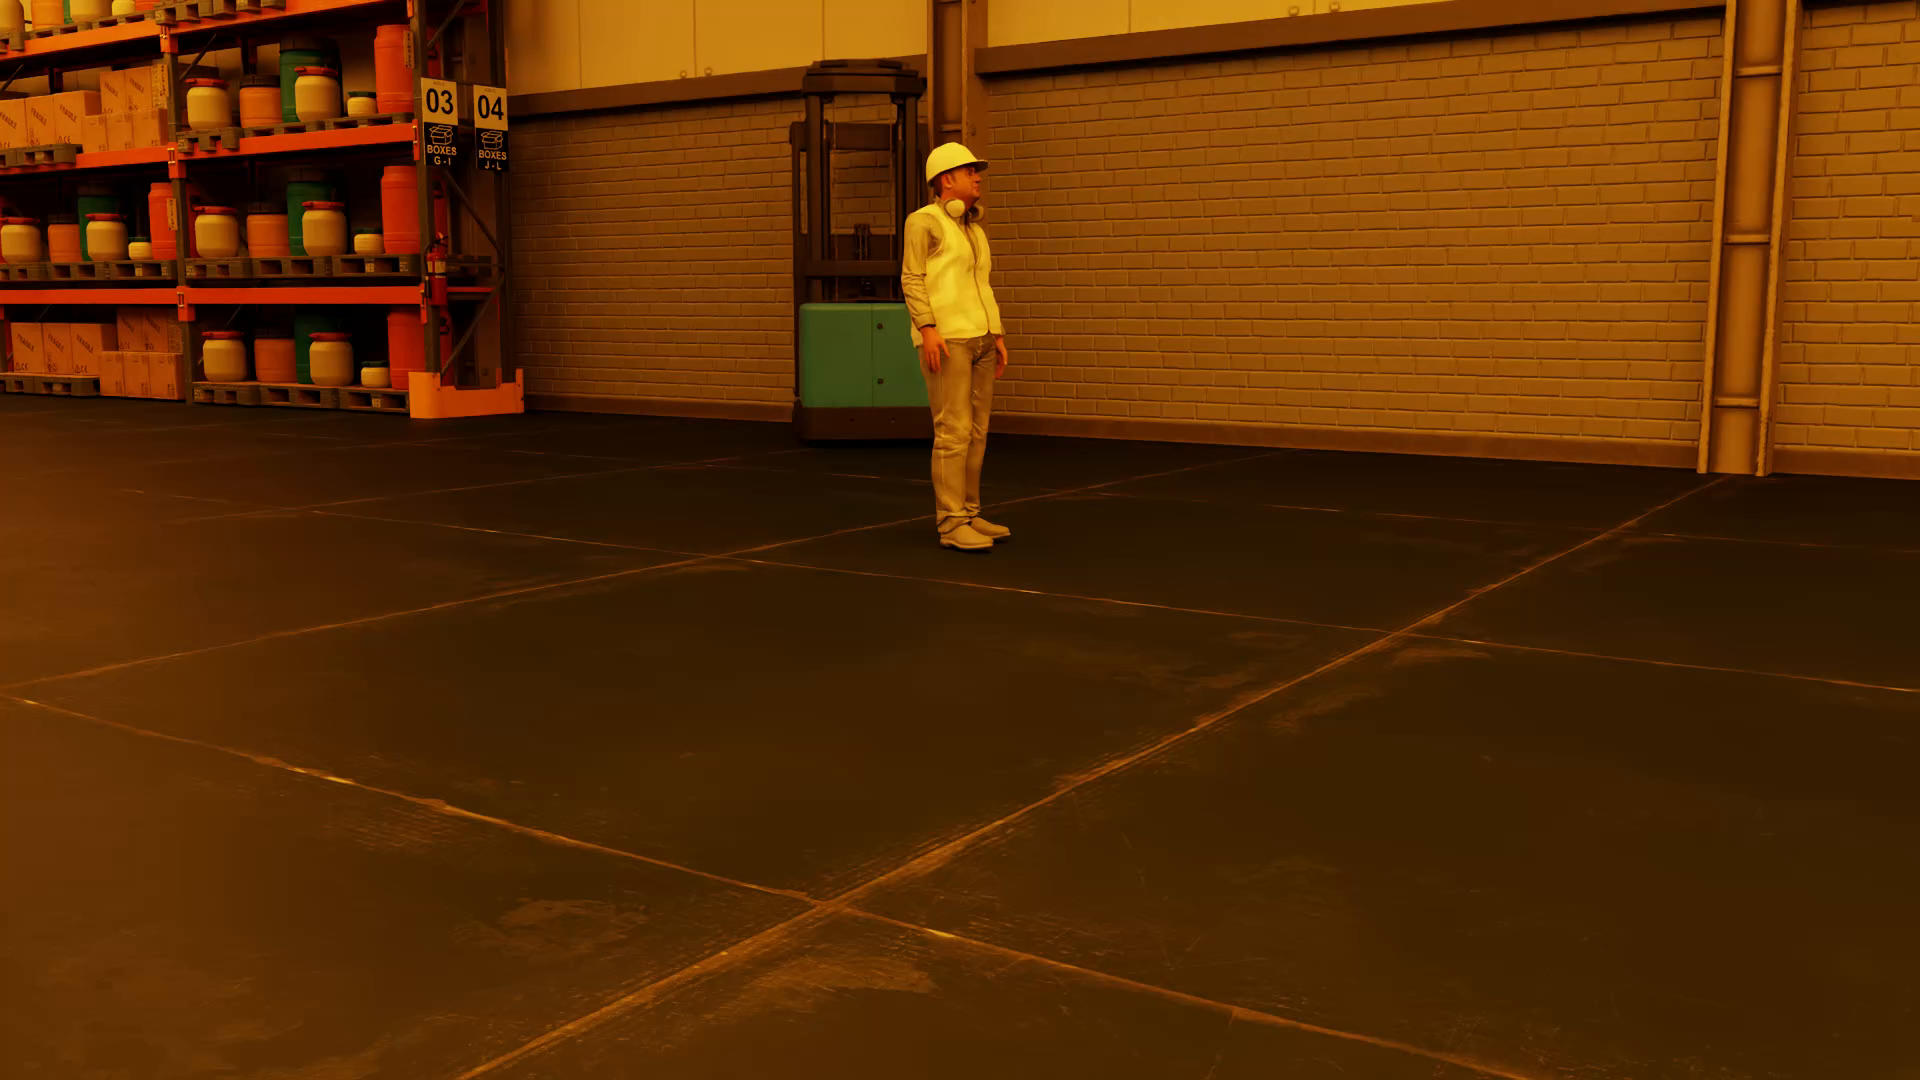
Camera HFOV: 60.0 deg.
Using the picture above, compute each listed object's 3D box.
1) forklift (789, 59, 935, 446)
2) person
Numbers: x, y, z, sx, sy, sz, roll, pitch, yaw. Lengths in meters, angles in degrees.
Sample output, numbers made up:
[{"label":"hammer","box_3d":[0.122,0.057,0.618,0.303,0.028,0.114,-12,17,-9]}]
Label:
[{"label":"forklift","box_3d":[-0.832,-2.339,13.642,1.130,2.935,3.031,-1,8,-7]},{"label":"person","box_3d":[0.047,-0.880,7.437,0.568,1.773,0.632,5,10,34]}]
